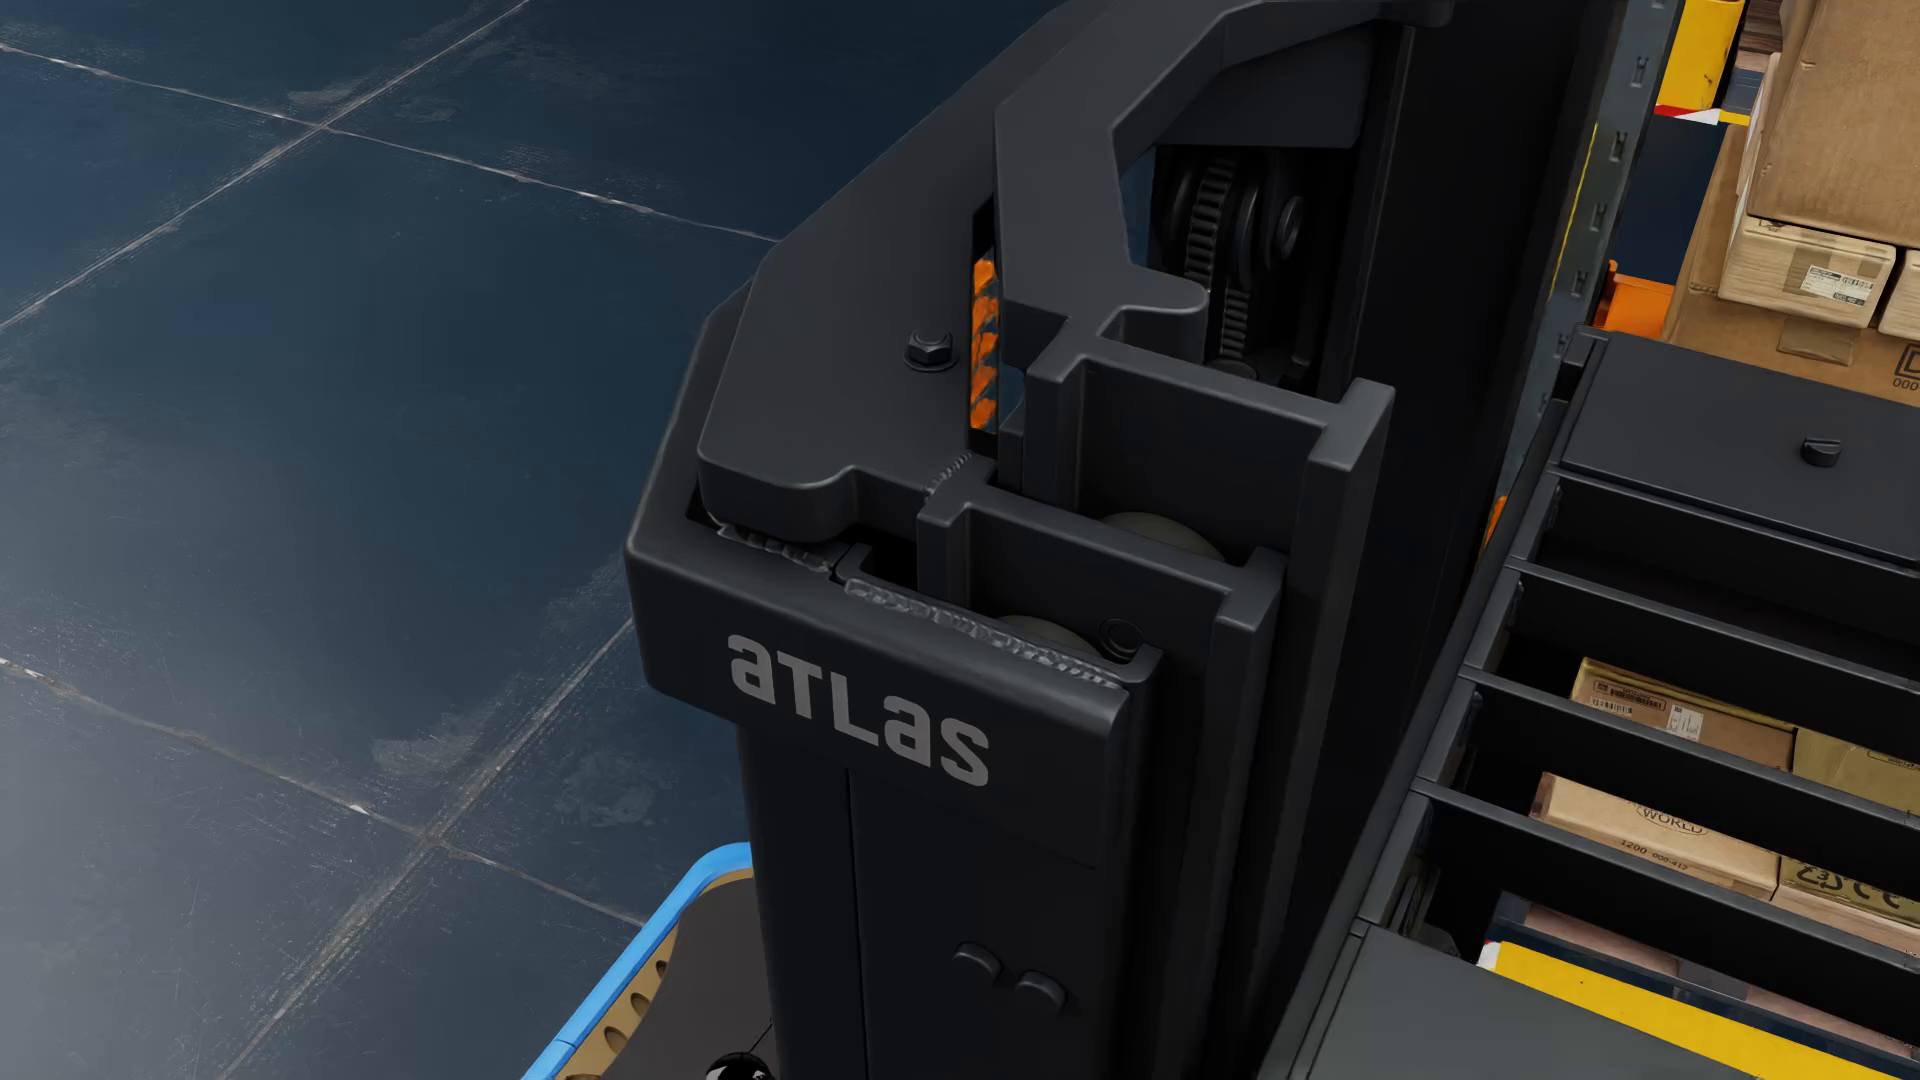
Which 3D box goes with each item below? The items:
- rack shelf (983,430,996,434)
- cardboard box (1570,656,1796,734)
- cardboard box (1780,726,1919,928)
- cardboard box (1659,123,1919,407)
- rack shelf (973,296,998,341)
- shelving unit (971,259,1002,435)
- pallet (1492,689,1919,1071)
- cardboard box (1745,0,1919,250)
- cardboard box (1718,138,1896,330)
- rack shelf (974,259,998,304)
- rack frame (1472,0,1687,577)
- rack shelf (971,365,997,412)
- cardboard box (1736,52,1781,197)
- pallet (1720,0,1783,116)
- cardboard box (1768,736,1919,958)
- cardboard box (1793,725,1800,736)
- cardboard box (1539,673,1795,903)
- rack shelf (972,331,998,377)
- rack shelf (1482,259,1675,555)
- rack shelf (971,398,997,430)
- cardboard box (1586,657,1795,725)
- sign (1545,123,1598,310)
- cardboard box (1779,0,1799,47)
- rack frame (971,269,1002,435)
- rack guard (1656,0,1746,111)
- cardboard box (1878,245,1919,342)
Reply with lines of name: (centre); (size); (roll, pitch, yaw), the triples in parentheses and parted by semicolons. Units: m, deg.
rack shelf: (-0.013, -0.242, 5.048); (0.180, 0.103, 0.258); (17, 44, 19)
cardboard box: (1.903, 0.332, 4.356); (0.500, 0.250, 0.500); (17, 44, 19)
cardboard box: (2.138, 0.493, 3.597); (0.500, 0.500, 0.500); (17, 44, 19)
cardboard box: (1.710, -0.423, 3.371); (0.500, 0.500, 0.700); (17, 44, 19)
rack shelf: (-0.013, -0.605, 4.734); (0.180, 0.103, 0.258); (17, 44, 19)
shelving unit: (-0.013, -0.457, 4.862); (0.189, 1.200, 0.258); (17, 44, 19)
pallet: (2.003, 0.719, 4.259); (1.213, 0.211, 1.003); (17, 44, 19)
cardboard box: (1.758, -0.898, 2.929); (0.500, 0.500, 0.700); (17, 44, 19)
cardboard box: (1.557, -0.568, 3.044); (0.250, 0.149, 0.380); (17, 44, 18)
rack shelf: (-0.013, -0.696, 4.655); (0.180, 0.103, 0.258); (17, 44, 19)
rack frame: (1.292, -0.522, 3.562); (0.127, 3.000, 1.000); (17, 44, 19)
rack shelf: (-0.013, -0.424, 4.891); (0.180, 0.103, 0.258); (17, 44, 19)
cardboard box: (1.719, -0.812, 3.325); (0.250, 0.149, 0.380); (16, 44, 18)
pallet: (4.174, -2.142, 7.560); (1.213, 0.211, 1.003); (17, 44, 19)
cardboard box: (2.139, 0.776, 3.844); (0.500, 0.250, 0.500); (17, 44, 19)
cardboard box: (2.362, 0.463, 4.204); (0.500, 0.250, 0.500); (17, 44, 19)
cardboard box: (1.684, 0.639, 4.001); (0.500, 0.250, 0.500); (17, 44, 19)
rack shelf: (-0.013, -0.514, 4.812); (0.180, 0.103, 0.258); (17, 44, 19)
rack shelf: (3.105, 0.304, 3.158); (4.000, 0.370, 1.077); (17, 44, 19)
rack shelf: (-0.013, -0.333, 4.969); (0.180, 0.103, 0.258); (17, 44, 19)
cardboard box: (1.904, 0.047, 4.111); (0.500, 0.500, 0.500); (17, 44, 19)
sign: (1.052, -0.551, 2.874); (0.005, 0.325, 0.100); (17, 44, 19)
cardboard box: (3.973, -2.368, 7.409); (0.500, 0.311, 0.500); (12, 42, 14)
rack frame: (0.070, -0.432, 4.832); (0.006, 1.200, 0.240); (17, 44, 19)
rack guard: (3.452, -2.497, 7.749); (0.348, 0.500, 1.175); (17, 44, 19)
cardboard box: (1.797, -0.497, 2.961); (0.250, 0.149, 0.380); (16, 43, 18)
